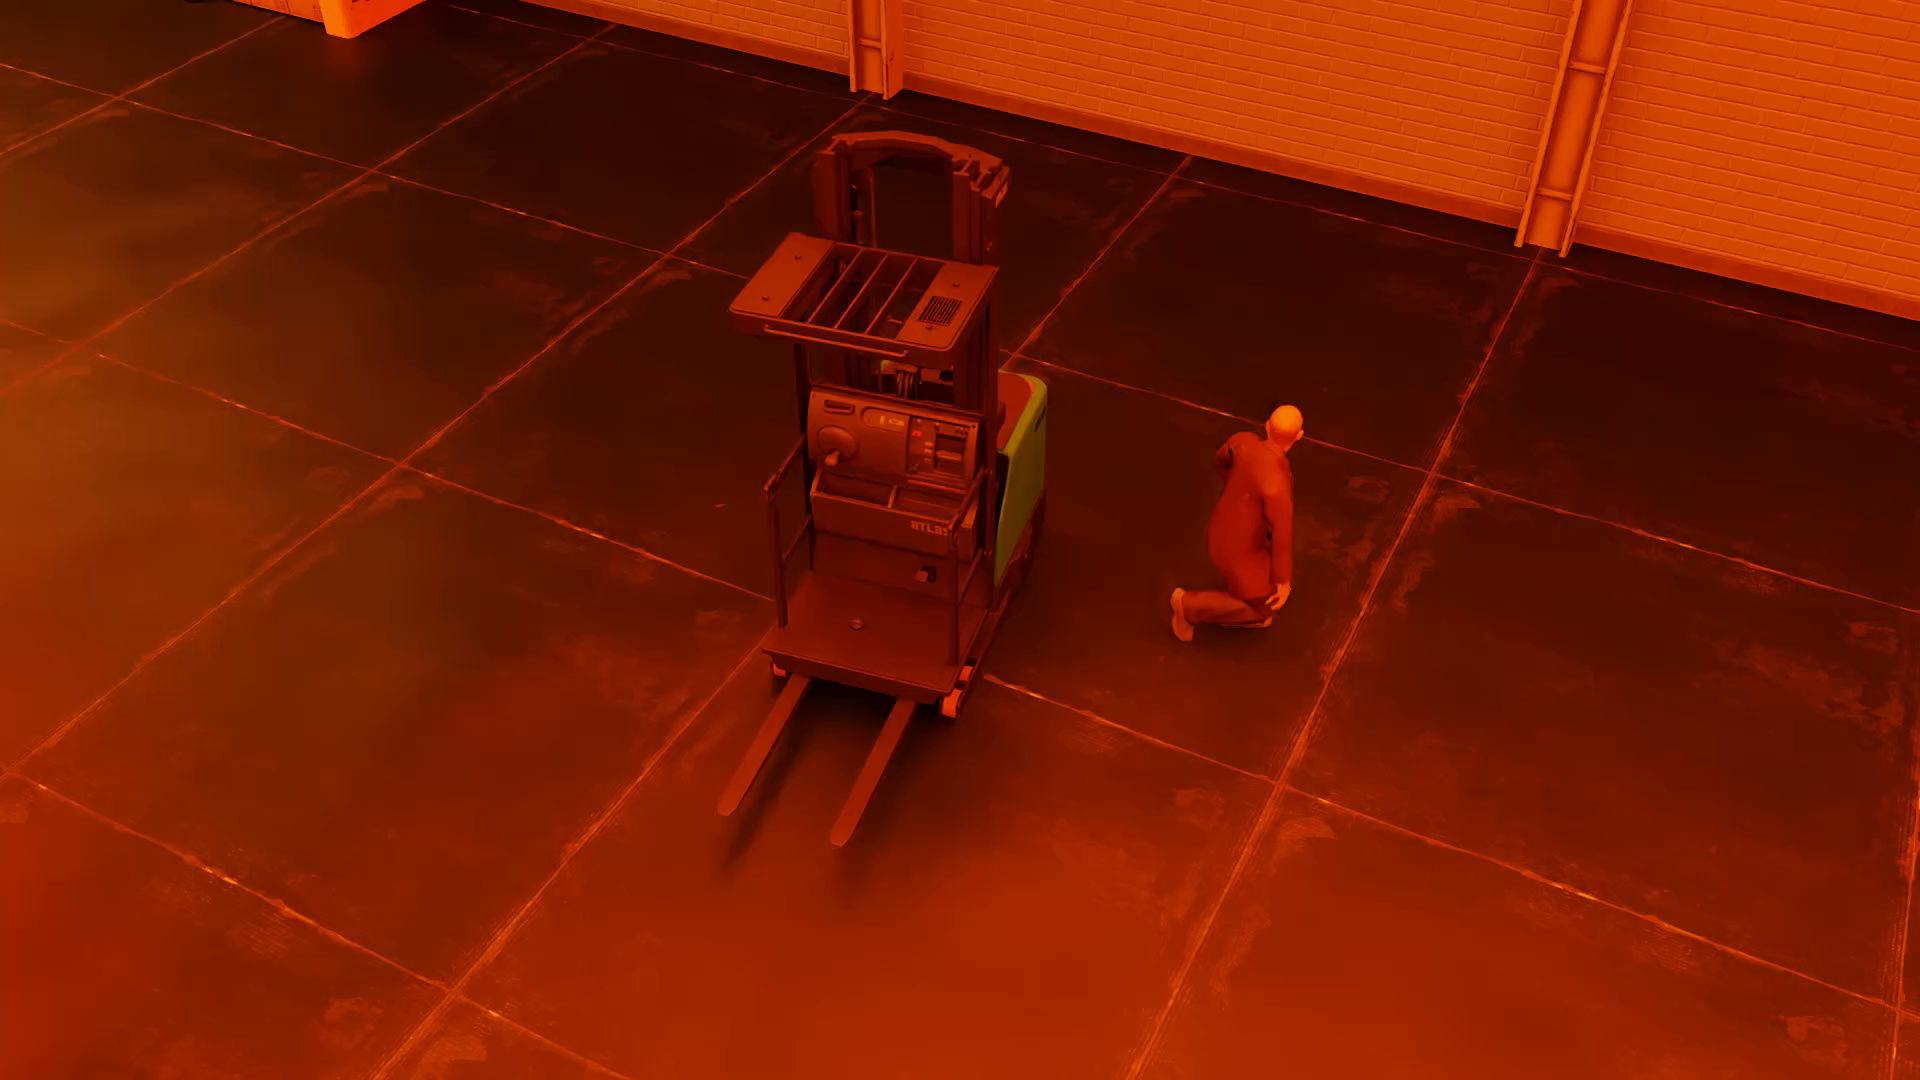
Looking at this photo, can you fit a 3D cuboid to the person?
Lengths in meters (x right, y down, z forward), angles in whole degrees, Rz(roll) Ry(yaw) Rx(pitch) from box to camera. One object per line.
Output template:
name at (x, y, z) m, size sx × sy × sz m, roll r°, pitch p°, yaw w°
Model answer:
person at (1.533, -0.047, 9.132) m, size 0.676 × 1.573 × 0.877 m, roll 3°, pitch 40°, yaw 3°

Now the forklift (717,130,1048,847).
forklift at (-0.420, -0.443, 8.513) m, size 1.130 × 2.935 × 3.031 m, roll 12°, pitch 42°, yaw 14°
